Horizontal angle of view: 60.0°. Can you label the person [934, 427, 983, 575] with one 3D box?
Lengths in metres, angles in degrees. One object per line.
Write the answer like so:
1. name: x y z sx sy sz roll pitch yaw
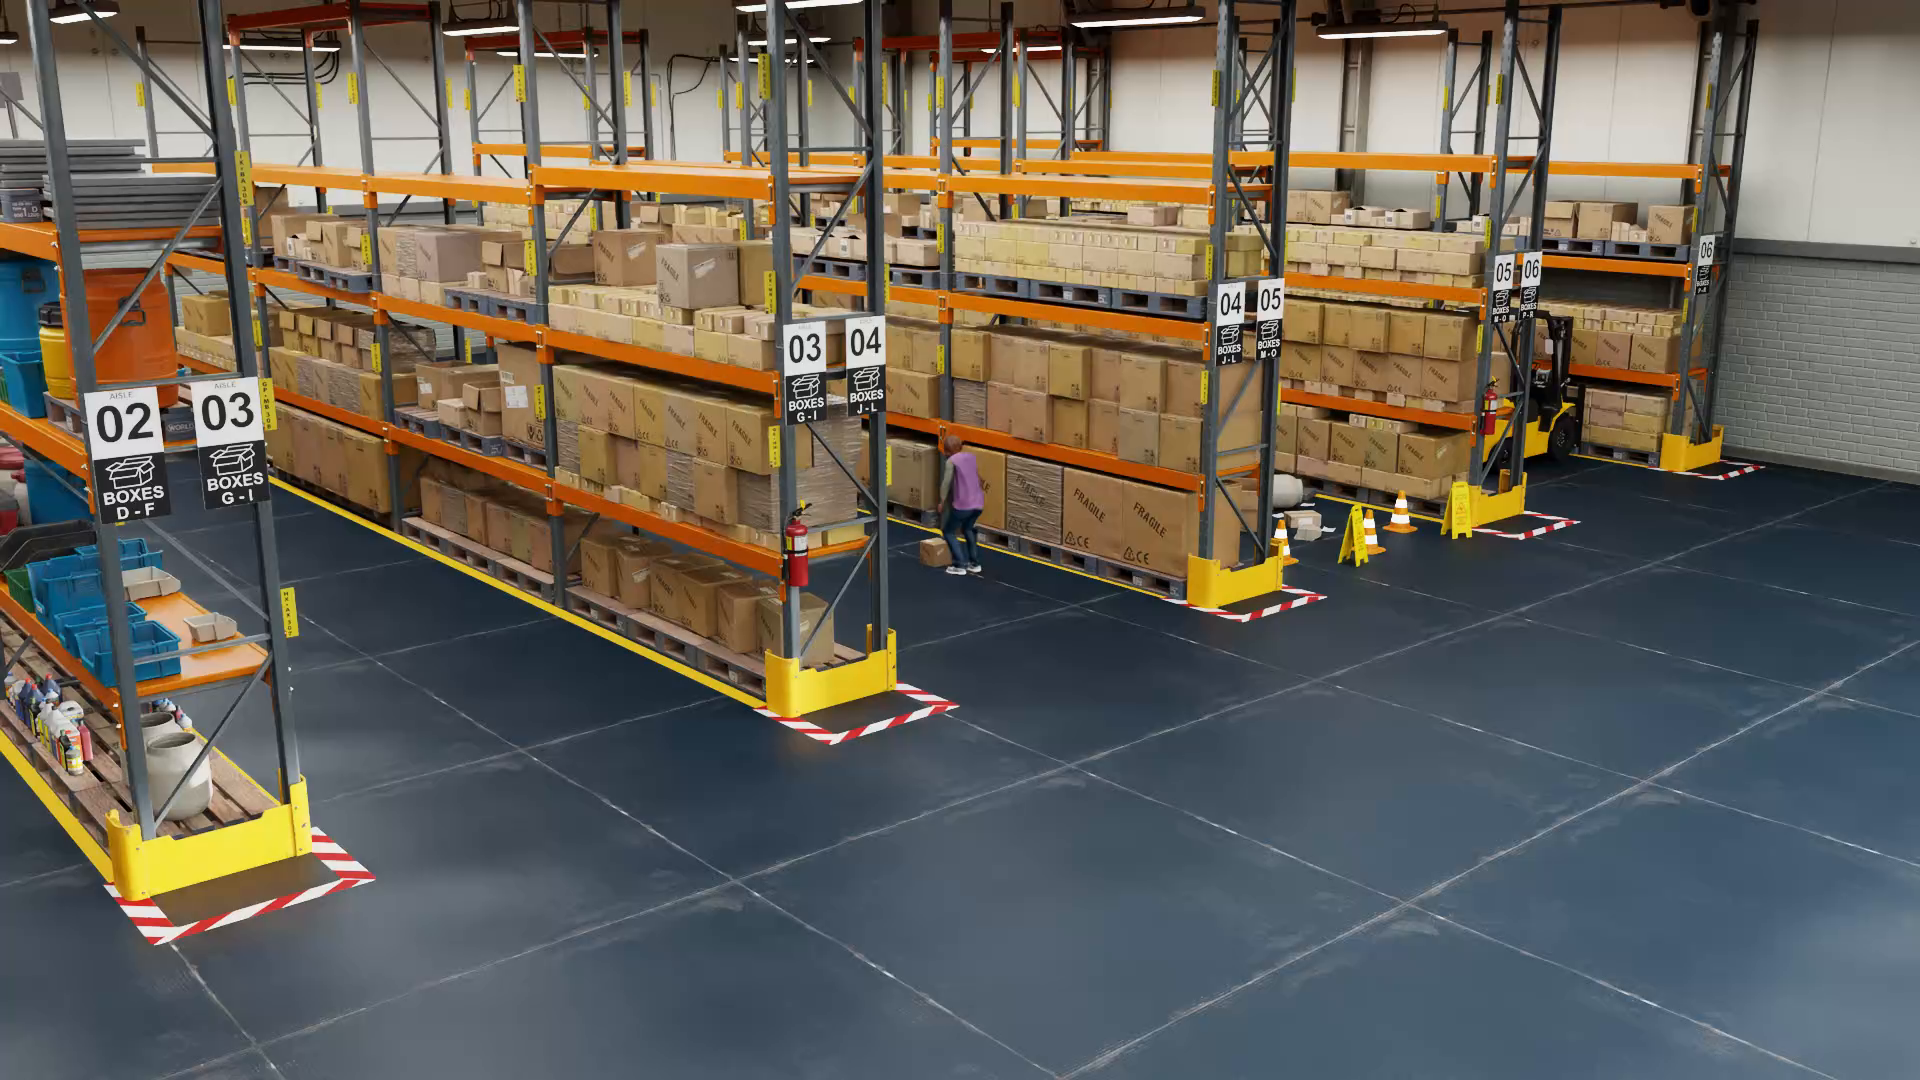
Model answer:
1. person: -0.004 -0.418 17.750 0.371 1.560 0.533 -13 19 -40
